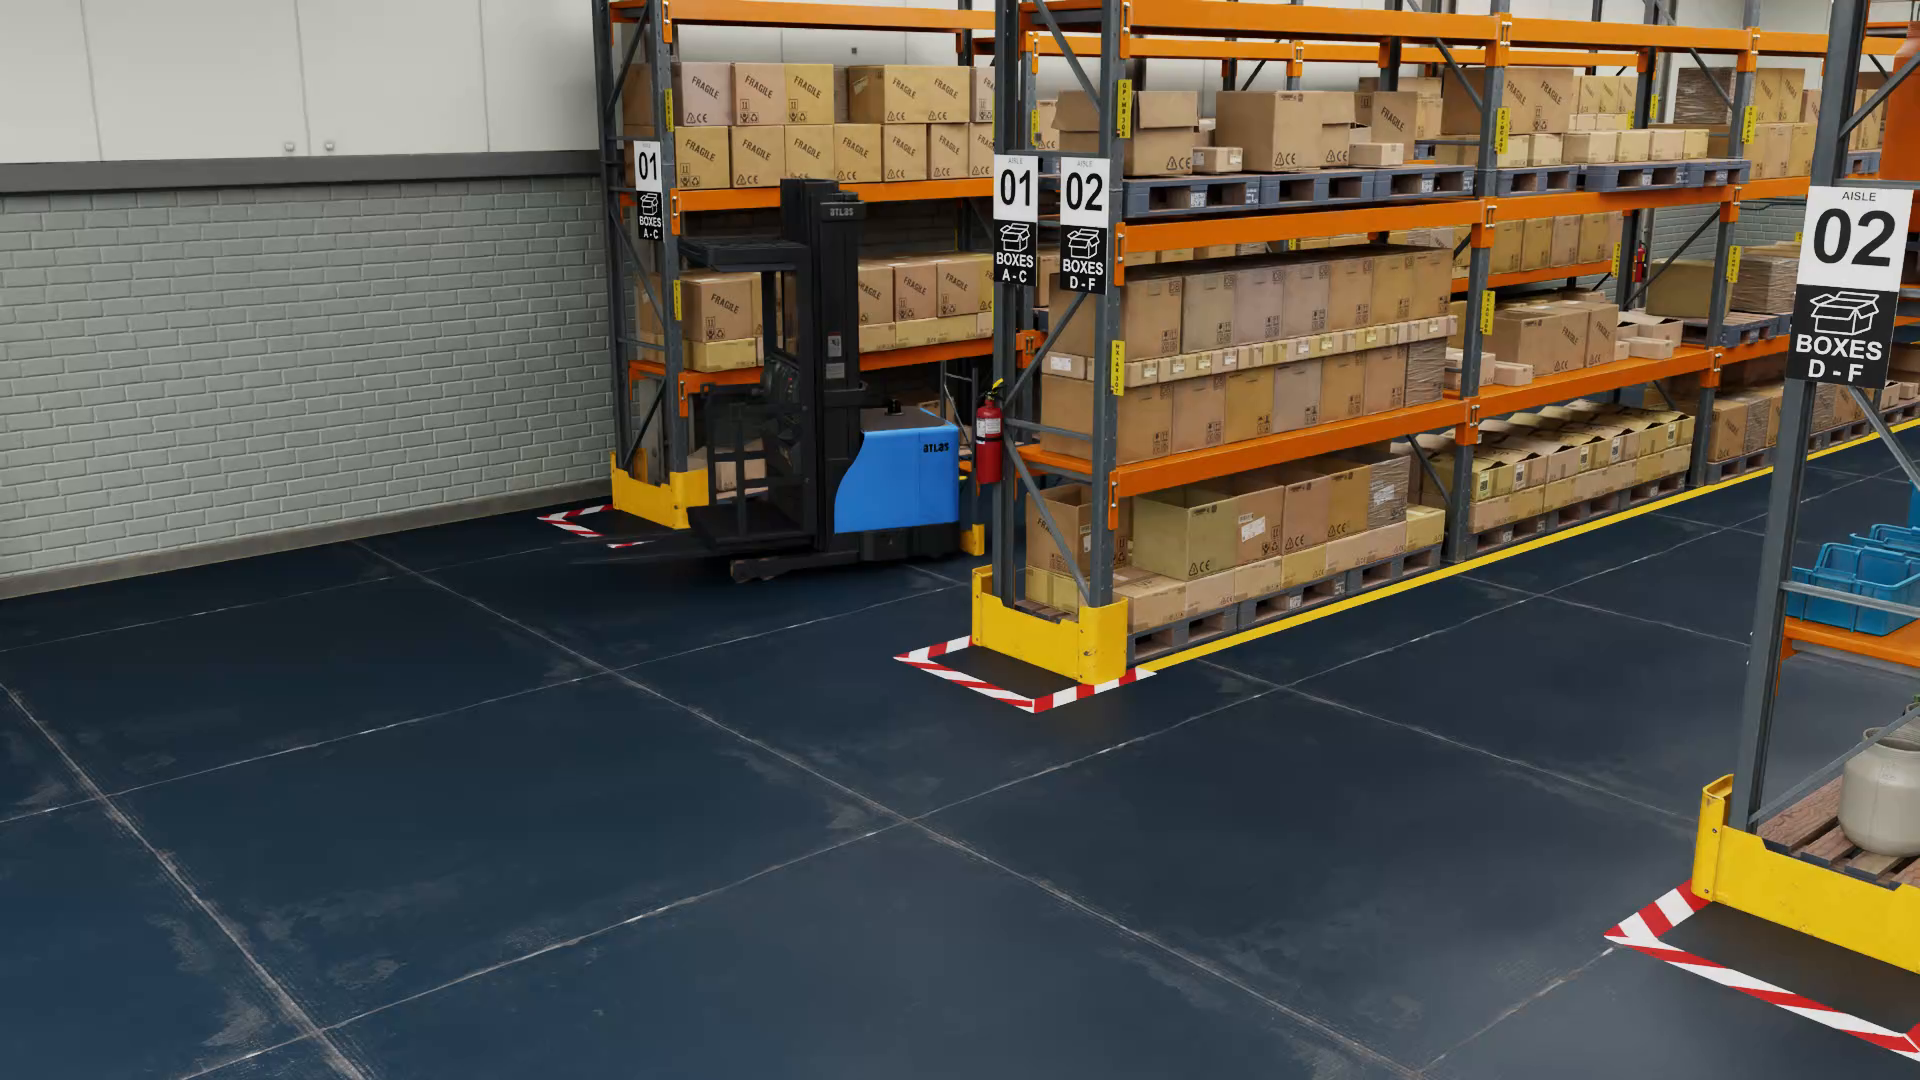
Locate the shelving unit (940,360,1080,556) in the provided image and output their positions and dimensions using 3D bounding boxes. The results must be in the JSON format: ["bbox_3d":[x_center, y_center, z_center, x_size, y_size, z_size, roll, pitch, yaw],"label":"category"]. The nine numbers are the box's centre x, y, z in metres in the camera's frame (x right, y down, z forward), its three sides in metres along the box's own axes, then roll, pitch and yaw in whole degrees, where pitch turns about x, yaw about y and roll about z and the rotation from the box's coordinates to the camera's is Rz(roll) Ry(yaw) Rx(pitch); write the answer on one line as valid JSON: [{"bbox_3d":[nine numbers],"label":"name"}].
[{"bbox_3d":[0.423,-0.738,13.605,1.083,1.500,0.587,-10,18,-32],"label":"shelving unit"}]

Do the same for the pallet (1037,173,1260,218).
[{"bbox_3d":[1.136,-2.206,10.553,1.213,0.211,1.003,-13,19,-39],"label":"pallet"}]

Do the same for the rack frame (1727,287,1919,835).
[{"bbox_3d":[3.834,0.281,6.887,0.127,3.000,1.000,-13,19,-39],"label":"rack frame"}]

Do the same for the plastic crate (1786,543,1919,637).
[{"bbox_3d":[4.015,0.209,7.442,0.616,0.251,0.499,-13,19,-39],"label":"plastic crate"}]

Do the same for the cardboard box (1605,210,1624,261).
[{"bbox_3d":[9.023,-4.415,23.885,0.700,0.700,0.980,-12,19,-37],"label":"cardboard box"}]

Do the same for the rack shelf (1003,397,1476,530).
[{"bbox_3d":[2.094,-0.676,11.861,4.000,0.370,1.077,-13,19,-39],"label":"rack shelf"}]

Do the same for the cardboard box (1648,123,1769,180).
[{"bbox_3d":[6.927,-3.617,15.474,0.500,0.500,0.910,-13,19,-39],"label":"cardboard box"}]

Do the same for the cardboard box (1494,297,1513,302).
[{"bbox_3d":[7.370,-3.245,22.858,0.250,0.149,0.380,-13,20,-41],"label":"cardboard box"}]

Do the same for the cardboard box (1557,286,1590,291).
[{"bbox_3d":[8.901,-3.589,24.148,0.250,0.149,0.380,-12,19,-39],"label":"cardboard box"}]

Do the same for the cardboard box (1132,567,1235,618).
[{"bbox_3d":[1.511,0.308,11.298,0.500,0.250,0.500,-13,19,-39],"label":"cardboard box"}]

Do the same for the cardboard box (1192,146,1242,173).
[{"bbox_3d":[1.589,-2.448,10.690,0.250,0.149,0.380,-13,19,-39],"label":"cardboard box"}]

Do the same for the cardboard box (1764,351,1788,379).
[{"bbox_3d":[8.359,-1.880,17.515,0.500,0.250,0.500,-13,19,-39],"label":"cardboard box"}]

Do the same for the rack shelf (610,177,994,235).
[{"bbox_3d":[-1.160,-3.088,15.082,4.000,0.370,1.077,-13,19,-39],"label":"rack shelf"}]

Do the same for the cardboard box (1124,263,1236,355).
[{"bbox_3d":[1.379,-1.535,10.977,0.500,0.500,0.700,-13,20,-41],"label":"cardboard box"}]

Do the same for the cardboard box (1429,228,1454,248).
[{"bbox_3d":[5.822,-3.667,20.857,0.500,0.500,0.500,-12,19,-39],"label":"cardboard box"}]

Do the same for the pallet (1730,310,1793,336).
[{"bbox_3d":[8.084,-2.277,16.834,1.213,0.211,1.003,-13,19,-39],"label":"pallet"}]

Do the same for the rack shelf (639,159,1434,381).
[{"bbox_3d":[1.916,-3.161,17.833,11.843,1.649,1.077,-13,19,-39],"label":"rack shelf"}]

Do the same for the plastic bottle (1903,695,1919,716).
[{"bbox_3d":[5.008,0.961,8.752,0.133,0.283,0.061,-12,19,-38],"label":"plastic bottle"}]

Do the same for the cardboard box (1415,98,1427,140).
[{"bbox_3d":[5.270,-5.156,20.383,0.500,0.500,0.700,-13,20,-40],"label":"cardboard box"}]

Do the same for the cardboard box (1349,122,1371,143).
[{"bbox_3d":[2.643,-2.913,12.119,0.500,0.311,0.500,-14,20,-42],"label":"cardboard box"}]

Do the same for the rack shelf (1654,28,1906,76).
[{"bbox_3d":[8.129,-4.736,16.212,4.000,0.370,1.077,-13,19,-39],"label":"rack shelf"}]

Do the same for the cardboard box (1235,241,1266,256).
[{"bbox_3d":[3.018,-3.183,18.806,0.700,0.500,0.500,13,20,40],"label":"cardboard box"}]

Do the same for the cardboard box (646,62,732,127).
[{"bbox_3d":[-2.219,-3.656,13.643,0.500,0.500,0.500,14,21,43],"label":"cardboard box"}]

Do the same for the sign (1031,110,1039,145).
[{"bbox_3d":[0.710,-3.920,15.800,0.005,0.325,0.100,-13,19,-39],"label":"sign"}]

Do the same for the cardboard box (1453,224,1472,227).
[{"bbox_3d":[6.199,-4.116,21.085,0.500,0.250,0.500,-12,19,-38],"label":"cardboard box"}]

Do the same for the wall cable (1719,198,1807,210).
[{"bbox_3d":[13.902,-6.645,27.208,0.112,2.526,3.097,-13,19,-39],"label":"wall cable"}]

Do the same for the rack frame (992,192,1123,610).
[{"bbox_3d":[0.585,-0.684,10.499,0.127,3.000,1.000,-13,19,-39],"label":"rack frame"}]

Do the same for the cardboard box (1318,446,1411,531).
[{"bbox_3d":[3.012,-0.395,12.478,0.500,0.500,0.500,-13,19,-39],"label":"cardboard box"}]

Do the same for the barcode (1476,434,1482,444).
[{"bbox_3d":[4.069,-0.793,13.036,0.075,0.075,0.001,-13,19,-39],"label":"barcode"}]

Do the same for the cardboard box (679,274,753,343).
[{"bbox_3d":[-2.112,-1.970,14.111,0.500,0.500,0.500,-13,19,-39],"label":"cardboard box"}]

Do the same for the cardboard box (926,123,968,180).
[{"bbox_3d":[-0.260,-3.616,15.430,0.500,0.500,0.500,14,20,42],"label":"cardboard box"}]

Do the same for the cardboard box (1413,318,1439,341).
[{"bbox_3d":[3.351,-1.594,12.456,0.250,0.149,0.380,-13,20,-41],"label":"cardboard box"}]

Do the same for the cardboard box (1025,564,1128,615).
[{"bbox_3d":[0.796,0.293,11.355,0.500,0.250,0.500,-13,19,-39],"label":"cardboard box"}]

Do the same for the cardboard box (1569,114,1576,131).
[{"bbox_3d":[7.854,-5.546,22.173,0.500,0.250,0.500,-13,20,-41],"label":"cardboard box"}]

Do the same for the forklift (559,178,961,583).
[{"bbox_3d":[-1.564,-1.248,12.742,3.031,2.935,1.130,-6,16,-20],"label":"forklift"}]

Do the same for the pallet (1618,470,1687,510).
[{"bbox_3d":[5.974,-0.560,15.439,1.213,0.211,1.003,-13,19,-39],"label":"pallet"}]

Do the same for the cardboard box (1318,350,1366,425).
[{"bbox_3d":[2.498,-1.159,12.083,0.500,0.500,0.700,-12,19,-39],"label":"cardboard box"}]

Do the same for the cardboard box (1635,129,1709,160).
[{"bbox_3d":[6.315,-3.531,14.822,0.500,0.250,0.500,14,21,43],"label":"cardboard box"}]

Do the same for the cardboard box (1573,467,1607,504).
[{"bbox_3d":[5.230,-0.517,14.388,0.500,0.250,0.500,-12,19,-38],"label":"cardboard box"}]

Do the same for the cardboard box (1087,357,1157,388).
[{"bbox_3d":[1.023,-1.071,10.495,0.250,0.149,0.380,-13,20,-40],"label":"cardboard box"}]

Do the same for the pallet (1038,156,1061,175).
[{"bbox_3d":[0.884,-3.768,16.595,1.003,0.211,1.213,-13,19,-39],"label":"pallet"}]

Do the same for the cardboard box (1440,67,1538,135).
[{"bbox_3d":[4.094,-3.401,12.880,0.500,0.500,0.500,-12,19,-39],"label":"cardboard box"}]

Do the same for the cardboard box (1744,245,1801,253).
[{"bbox_3d":[8.657,-2.803,17.423,0.500,0.500,0.700,-9,17,-31],"label":"cardboard box"}]

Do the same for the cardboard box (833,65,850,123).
[{"bbox_3d":[-1.340,-4.020,15.004,0.500,0.500,0.500,-13,20,-39],"label":"cardboard box"}]

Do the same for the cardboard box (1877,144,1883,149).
[{"bbox_3d":[10.167,-4.128,17.870,0.500,0.250,0.500,-13,19,-39],"label":"cardboard box"}]

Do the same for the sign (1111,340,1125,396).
[{"bbox_3d":[0.945,-1.032,9.969,0.005,0.325,0.100,-13,19,-39],"label":"sign"}]

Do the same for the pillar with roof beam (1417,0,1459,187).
[{"bbox_3d":[9.170,-6.028,18.880,0.400,9.000,9.100,-13,19,-39],"label":"pillar with roof beam"}]

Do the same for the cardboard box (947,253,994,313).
[{"bbox_3d":[0.195,-2.485,16.039,0.500,0.500,0.500,-13,20,-39],"label":"cardboard box"}]

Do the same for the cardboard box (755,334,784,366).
[{"bbox_3d":[-1.710,-1.697,14.542,0.500,0.250,0.500,-13,20,-41],"label":"cardboard box"}]

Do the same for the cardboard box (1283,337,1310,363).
[{"bbox_3d":[2.183,-1.331,11.469,0.250,0.149,0.380,-12,19,-39],"label":"cardboard box"}]

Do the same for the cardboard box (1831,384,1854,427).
[{"bbox_3d":[9.075,-1.501,17.546,0.500,0.500,0.500,-13,19,-39],"label":"cardboard box"}]

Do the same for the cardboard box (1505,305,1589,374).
[{"bbox_3d":[4.968,-1.711,14.150,0.500,0.500,0.500,-13,19,-39],"label":"cardboard box"}]

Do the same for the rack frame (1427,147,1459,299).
[{"bbox_3d":[6.383,-3.681,21.718,0.127,3.000,1.000,-13,19,-39],"label":"rack frame"}]

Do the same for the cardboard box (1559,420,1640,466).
[{"bbox_3d":[5.617,-0.874,14.637,0.500,0.311,0.500,-13,20,-40],"label":"cardboard box"}]

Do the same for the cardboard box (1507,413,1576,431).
[{"bbox_3d":[5.256,-0.977,15.022,0.500,0.311,0.500,-13,20,-41],"label":"cardboard box"}]
